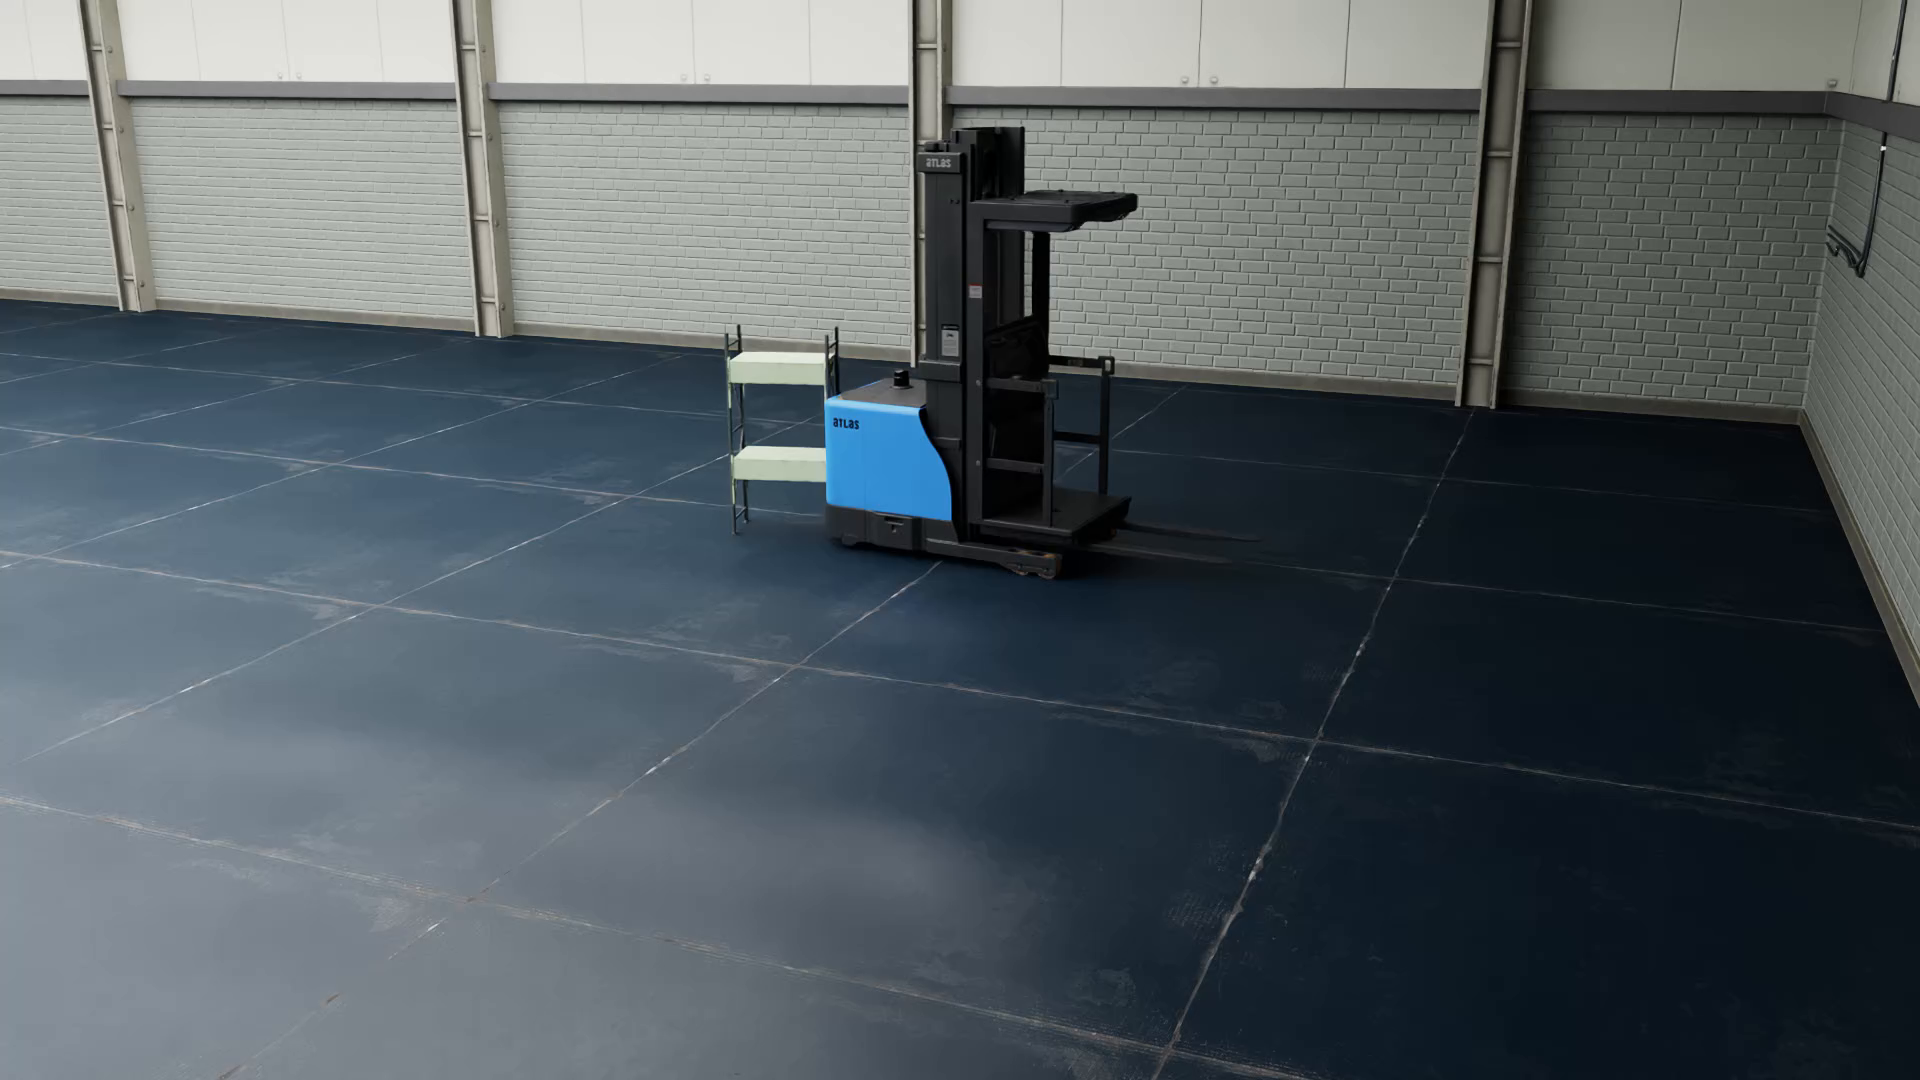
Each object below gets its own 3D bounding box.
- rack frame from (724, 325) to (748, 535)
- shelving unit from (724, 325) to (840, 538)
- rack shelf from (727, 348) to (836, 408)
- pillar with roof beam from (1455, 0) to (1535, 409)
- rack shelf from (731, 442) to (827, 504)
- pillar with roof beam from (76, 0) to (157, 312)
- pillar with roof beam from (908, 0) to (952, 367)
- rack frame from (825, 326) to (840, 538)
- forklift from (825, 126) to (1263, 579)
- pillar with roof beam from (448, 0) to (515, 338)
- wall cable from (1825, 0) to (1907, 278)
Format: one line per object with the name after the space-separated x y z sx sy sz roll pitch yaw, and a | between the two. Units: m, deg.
-1.652 -0.815 12.289 0.023 1.500 0.400 2 16 7 | rack frame
-1.289 -0.802 12.245 0.755 1.500 0.431 2 16 7 | shelving unit
-1.289 -1.176 12.136 0.720 0.370 0.431 2 16 7 | rack shelf
3.678 -4.584 11.823 0.400 9.000 9.100 6 17 21 | pillar with roof beam
-1.289 -0.489 12.336 0.720 0.370 0.431 2 16 7 | rack shelf
-13.066 -6.425 18.166 0.400 9.000 9.100 6 17 21 | pillar with roof beam
-1.903 -5.198 13.938 0.400 9.000 9.100 6 17 21 | pillar with roof beam
-0.926 -0.789 12.201 0.023 1.500 0.400 2 16 7 | rack frame
0.576 -1.310 11.430 3.031 2.935 1.130 8 18 26 | forklift
-7.485 -5.812 16.052 0.400 9.000 9.100 6 17 21 | pillar with roof beam
7.513 -3.565 13.883 0.112 2.526 3.097 6 17 21 | wall cable
